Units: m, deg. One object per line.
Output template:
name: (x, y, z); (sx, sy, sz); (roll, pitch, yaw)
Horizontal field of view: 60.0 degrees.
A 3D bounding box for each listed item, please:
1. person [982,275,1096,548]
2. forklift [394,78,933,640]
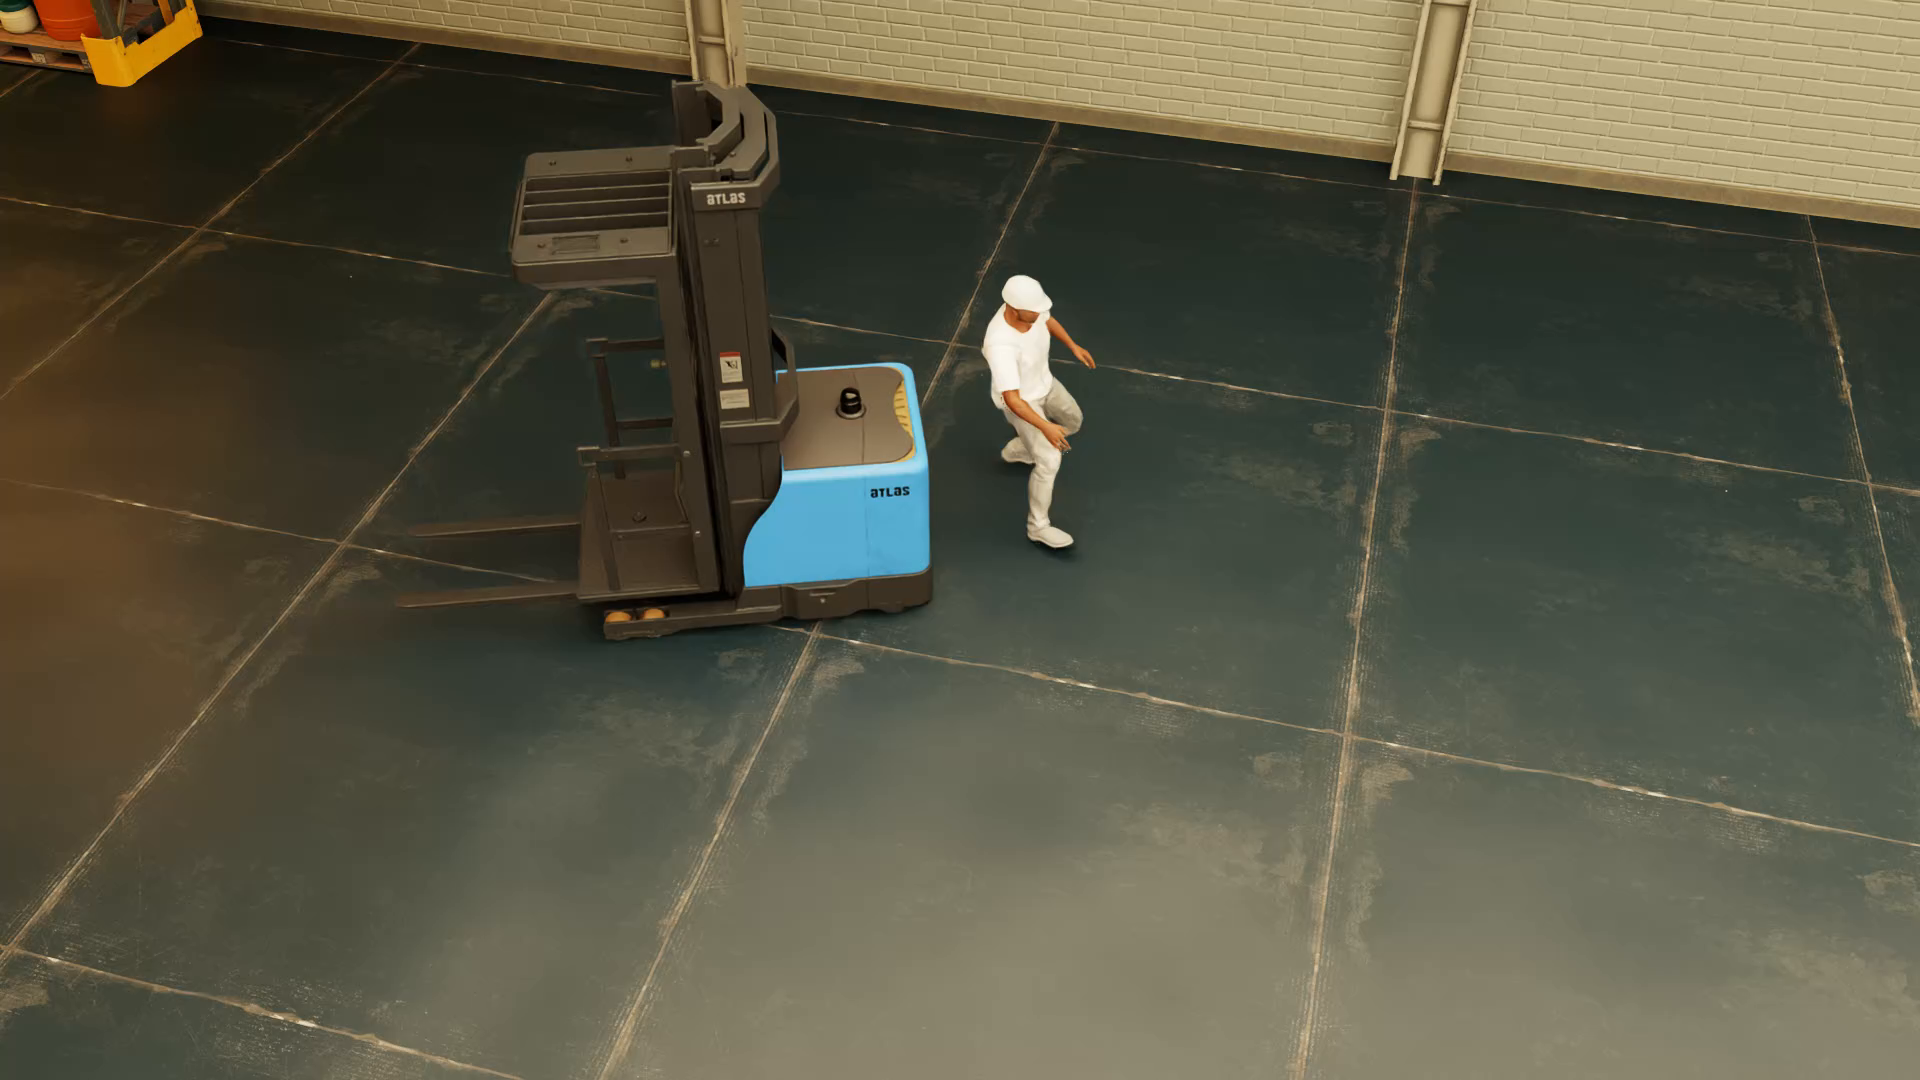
person: (0.505, -0.855, 9.816); (0.732, 1.580, 0.881); (17, 44, 19)
forklift: (-1.713, -0.904, 8.893); (3.031, 2.935, 1.130); (-5, 41, -5)
